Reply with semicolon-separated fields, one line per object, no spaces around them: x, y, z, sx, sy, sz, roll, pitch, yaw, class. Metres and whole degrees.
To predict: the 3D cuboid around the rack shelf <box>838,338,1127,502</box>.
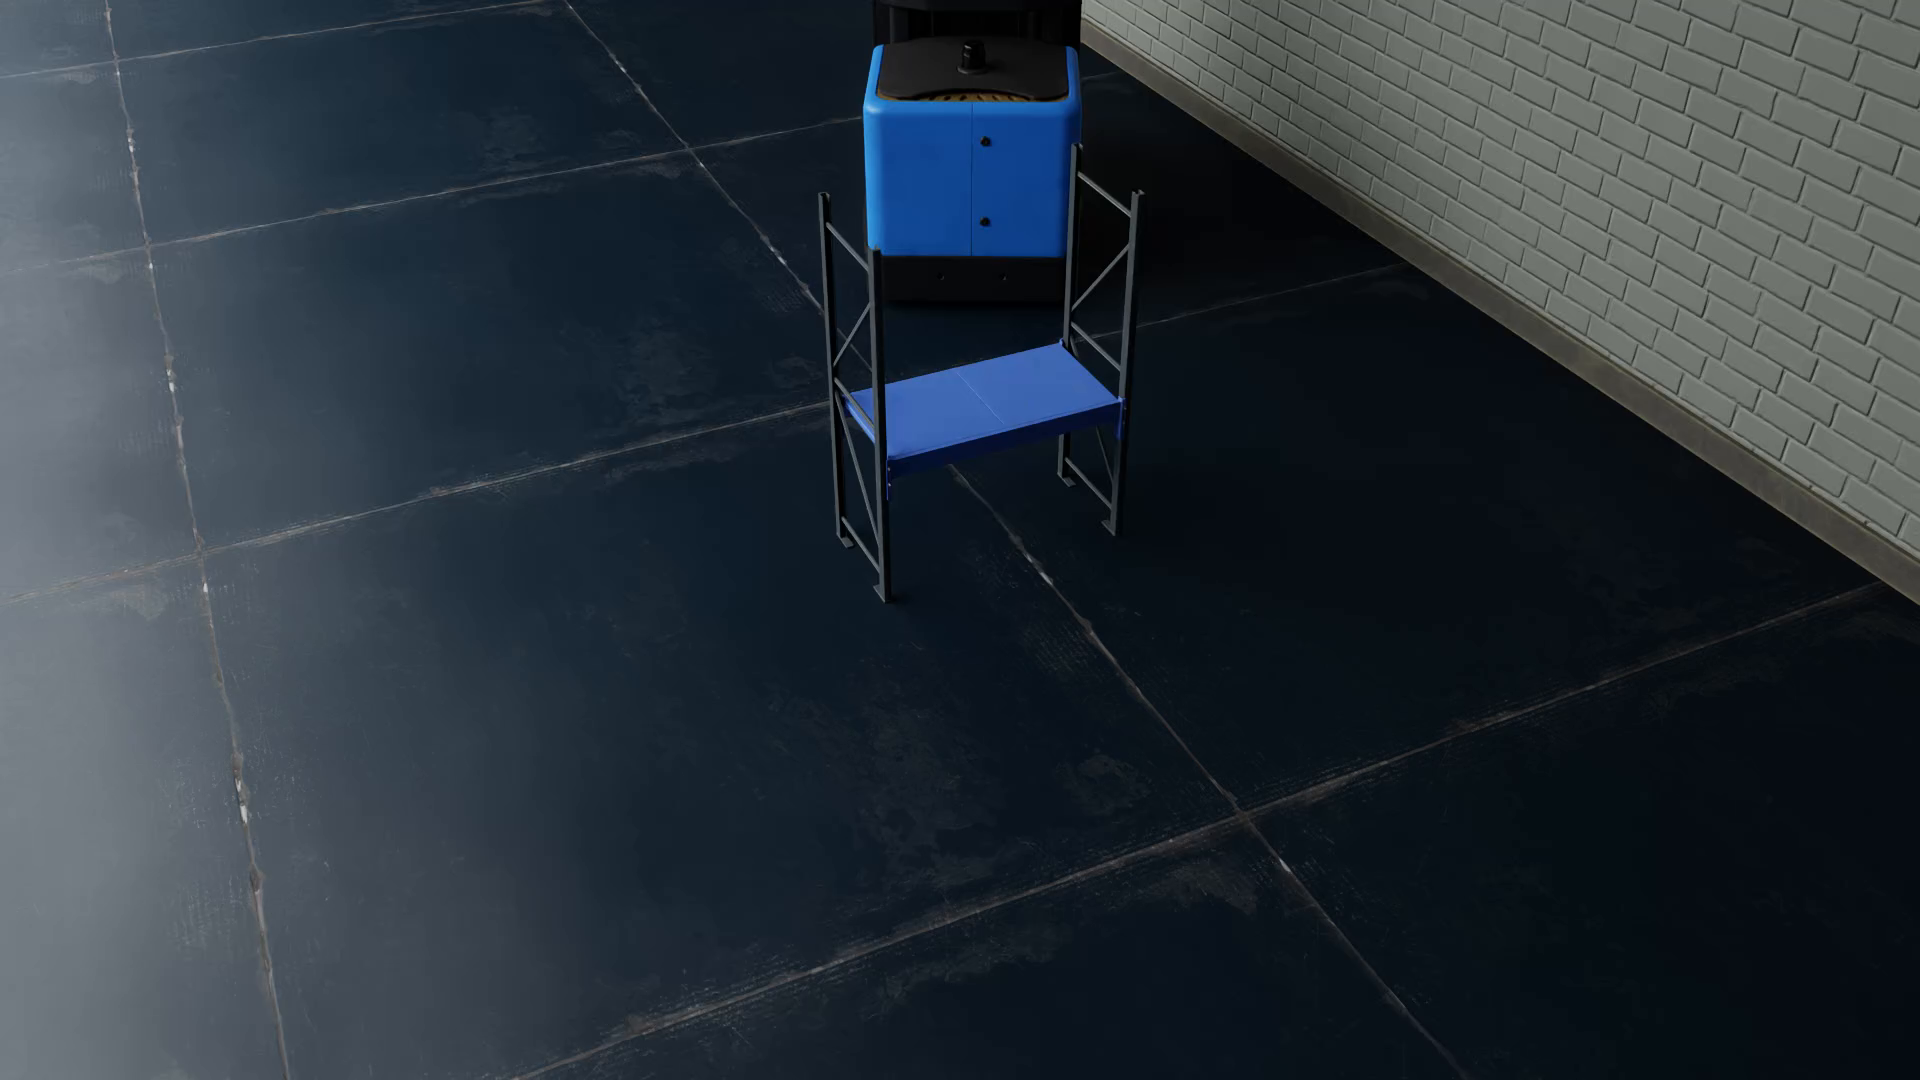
0.077;-0.480;6.439;1.000;0.185;0.538;-16;39;-20;rack shelf

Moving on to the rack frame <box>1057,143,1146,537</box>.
0.537;-0.753;6.506;0.032;1.500;0.500;-16;39;-20;rack frame

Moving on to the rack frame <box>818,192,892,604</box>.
-0.383;-0.495;6.159;0.032;1.500;0.500;-16;39;-20;rack frame

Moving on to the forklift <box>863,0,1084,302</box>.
0.091;-3.200;8.604;1.130;2.935;3.031;1;37;1;forklift

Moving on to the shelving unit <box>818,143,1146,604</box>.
0.077;-0.624;6.332;1.048;1.500;0.538;-16;39;-20;shelving unit
